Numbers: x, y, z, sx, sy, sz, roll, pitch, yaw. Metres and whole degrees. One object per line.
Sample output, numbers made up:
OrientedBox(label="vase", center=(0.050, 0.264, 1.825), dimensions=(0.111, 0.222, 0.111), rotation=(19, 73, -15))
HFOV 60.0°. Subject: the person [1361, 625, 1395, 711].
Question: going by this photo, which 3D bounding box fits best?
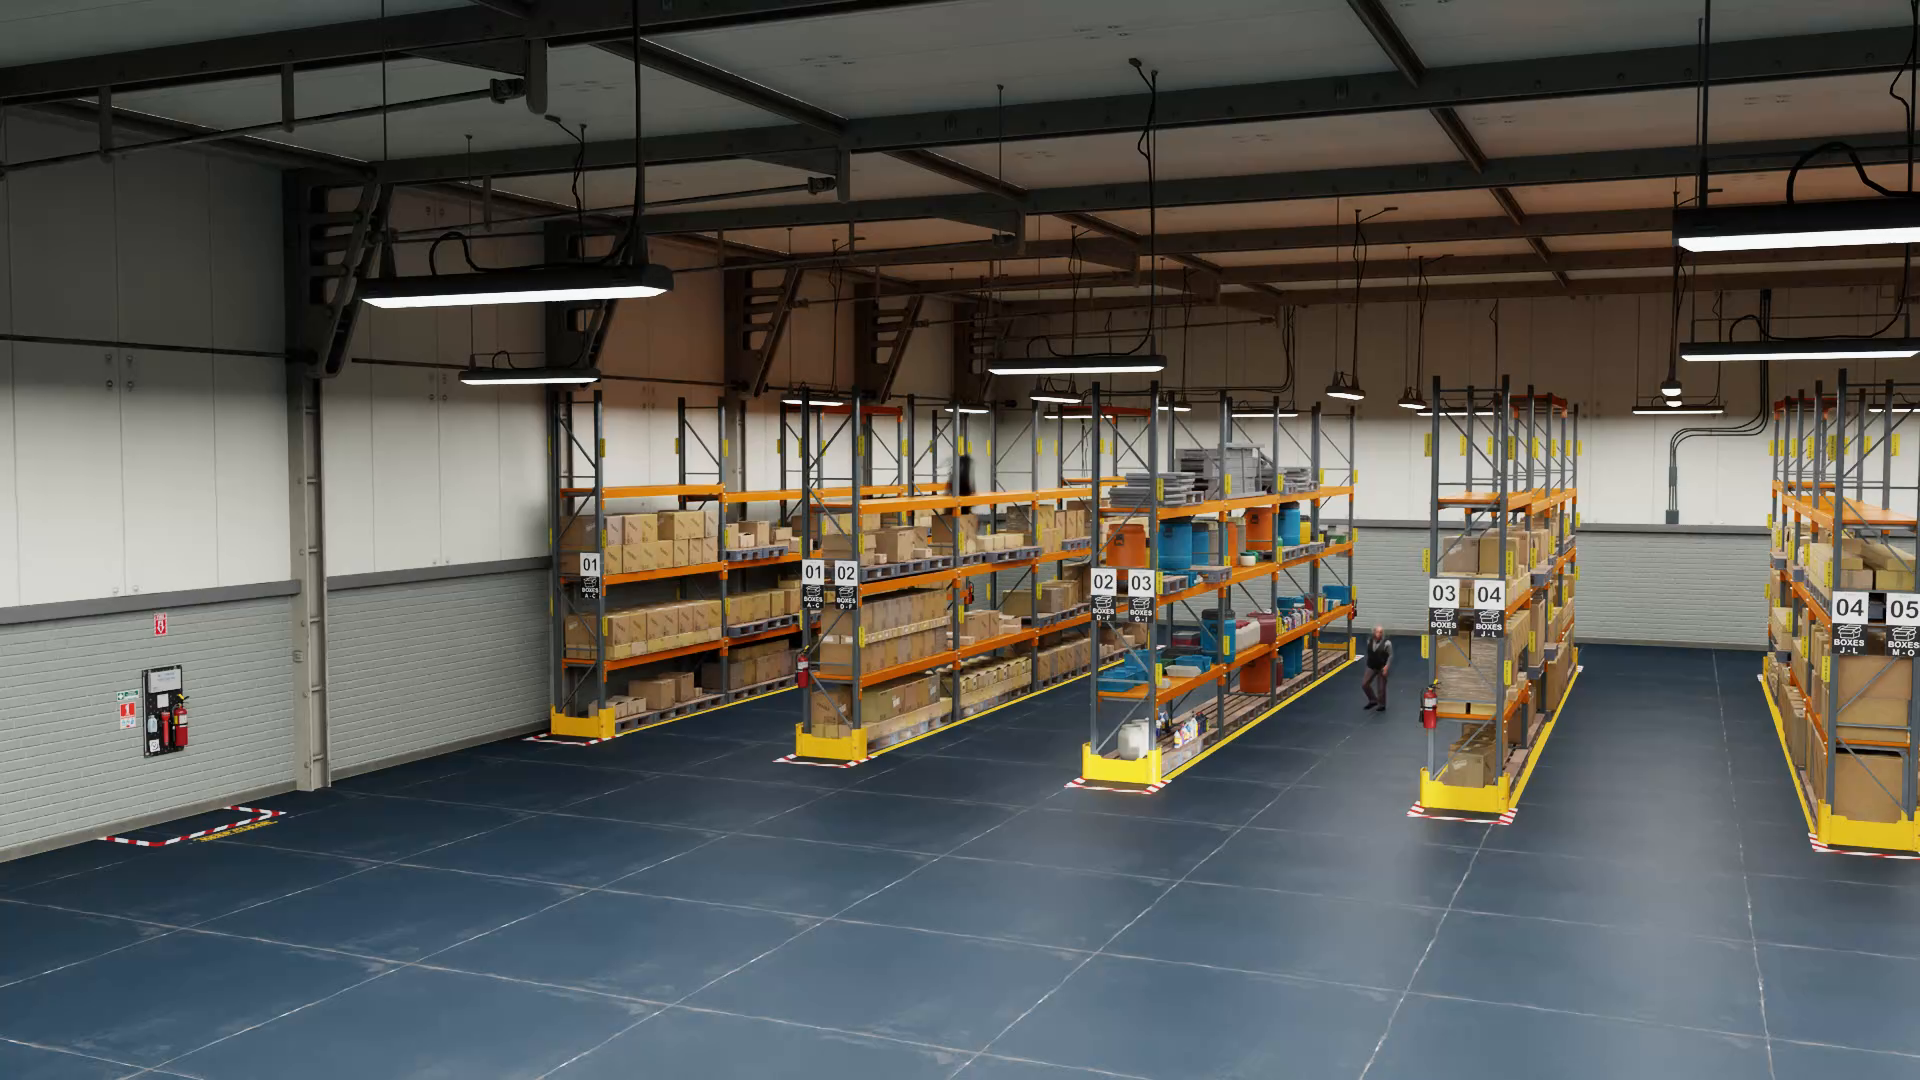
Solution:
OrientedBox(label="person", center=(7.898, 2.425, 31.340), dimensions=(0.654, 1.664, 0.732), rotation=(2, 4, 36))
